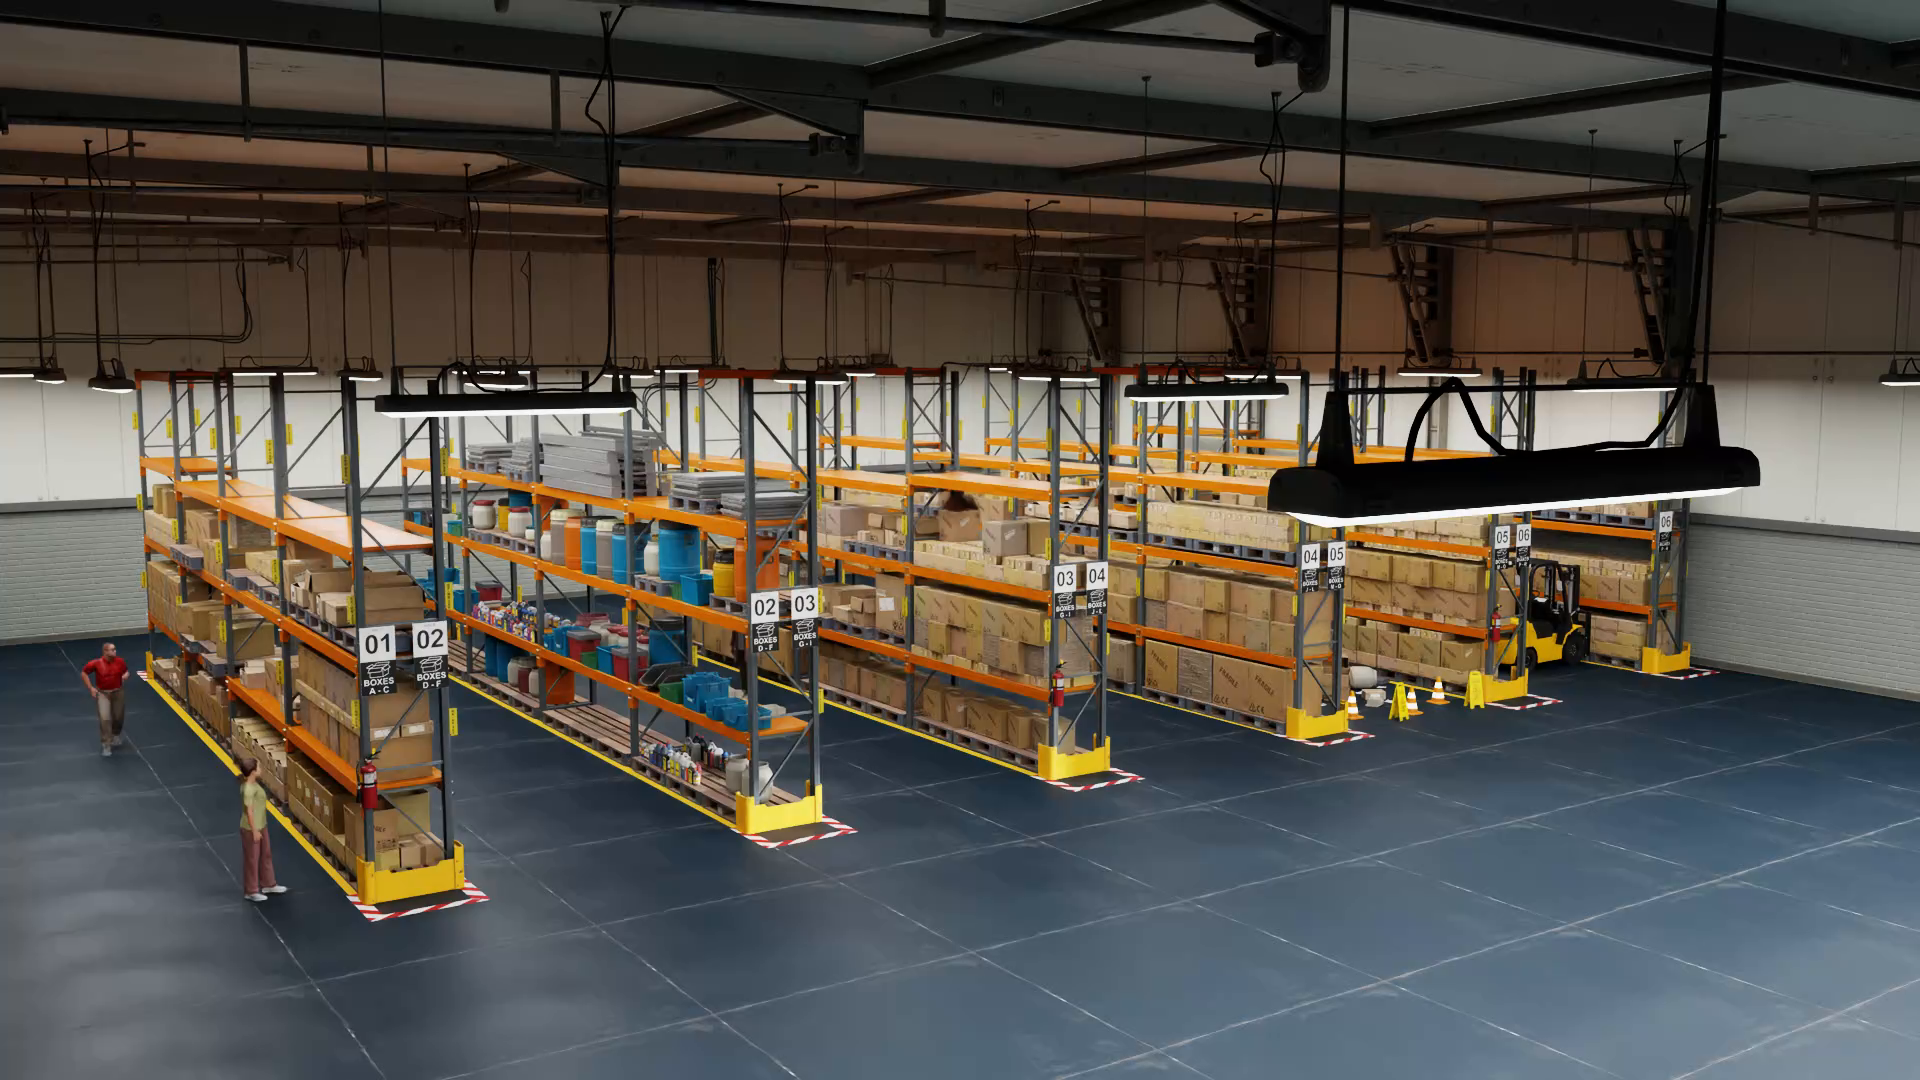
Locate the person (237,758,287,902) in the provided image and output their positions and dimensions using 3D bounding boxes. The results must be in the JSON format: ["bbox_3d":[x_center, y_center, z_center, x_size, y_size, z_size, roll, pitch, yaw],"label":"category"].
[{"bbox_3d":[-8.115,3.339,19.267,0.427,1.672,0.505,0,6,-4],"label":"person"}]

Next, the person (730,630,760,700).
[{"bbox_3d":[-4.001,2.012,30.563,0.648,1.803,0.567,4,7,29],"label":"person"}]

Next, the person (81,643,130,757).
[{"bbox_3d":[-13.547,2.511,26.420,0.695,1.780,0.846,-4,8,-32],"label":"person"}]

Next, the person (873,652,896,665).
[{"bbox_3d":[-1.523,1.690,33.620,0.567,1.728,1.066,-5,8,-36],"label":"person"}]
